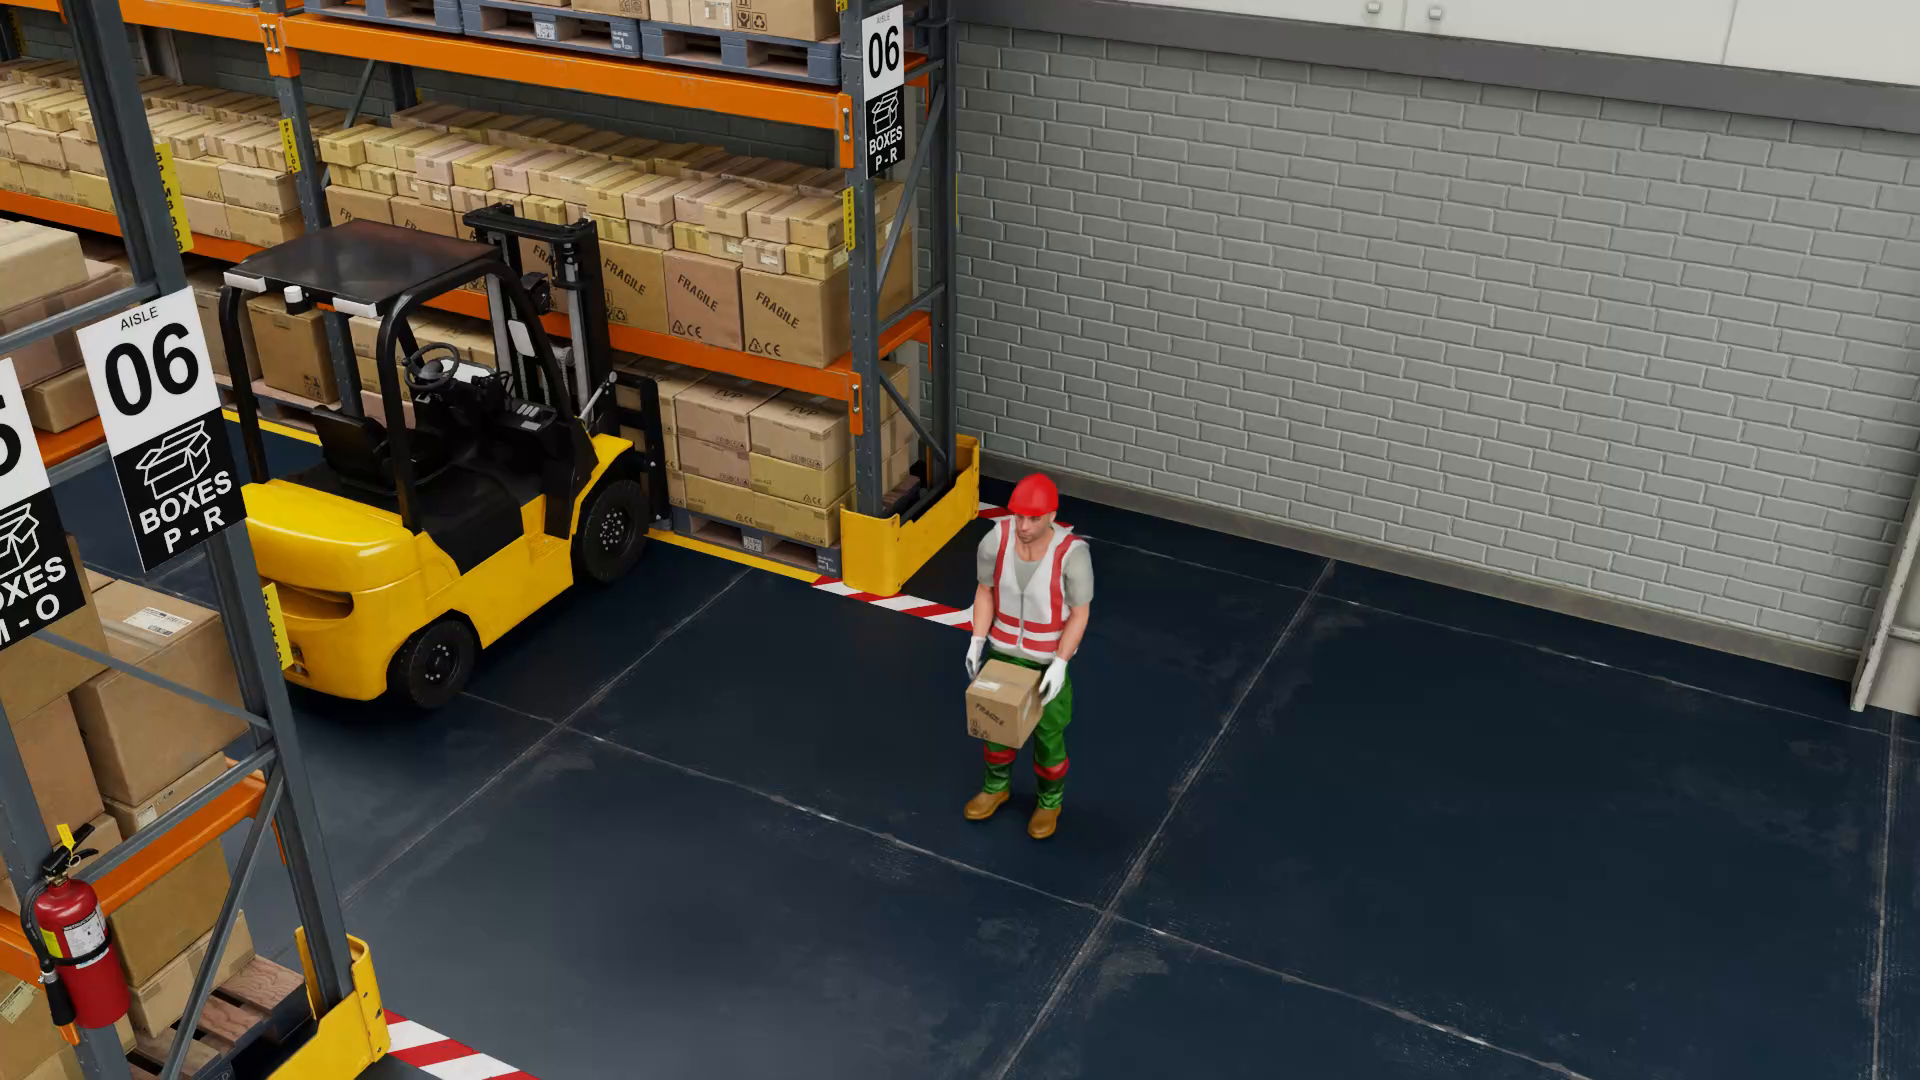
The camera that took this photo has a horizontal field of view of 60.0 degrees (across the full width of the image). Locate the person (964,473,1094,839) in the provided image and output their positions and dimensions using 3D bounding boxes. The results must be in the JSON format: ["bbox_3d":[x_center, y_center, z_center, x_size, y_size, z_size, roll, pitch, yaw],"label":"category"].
[{"bbox_3d":[0.301,0.514,7.370,0.537,1.791,0.449,14,33,22],"label":"person"}]
